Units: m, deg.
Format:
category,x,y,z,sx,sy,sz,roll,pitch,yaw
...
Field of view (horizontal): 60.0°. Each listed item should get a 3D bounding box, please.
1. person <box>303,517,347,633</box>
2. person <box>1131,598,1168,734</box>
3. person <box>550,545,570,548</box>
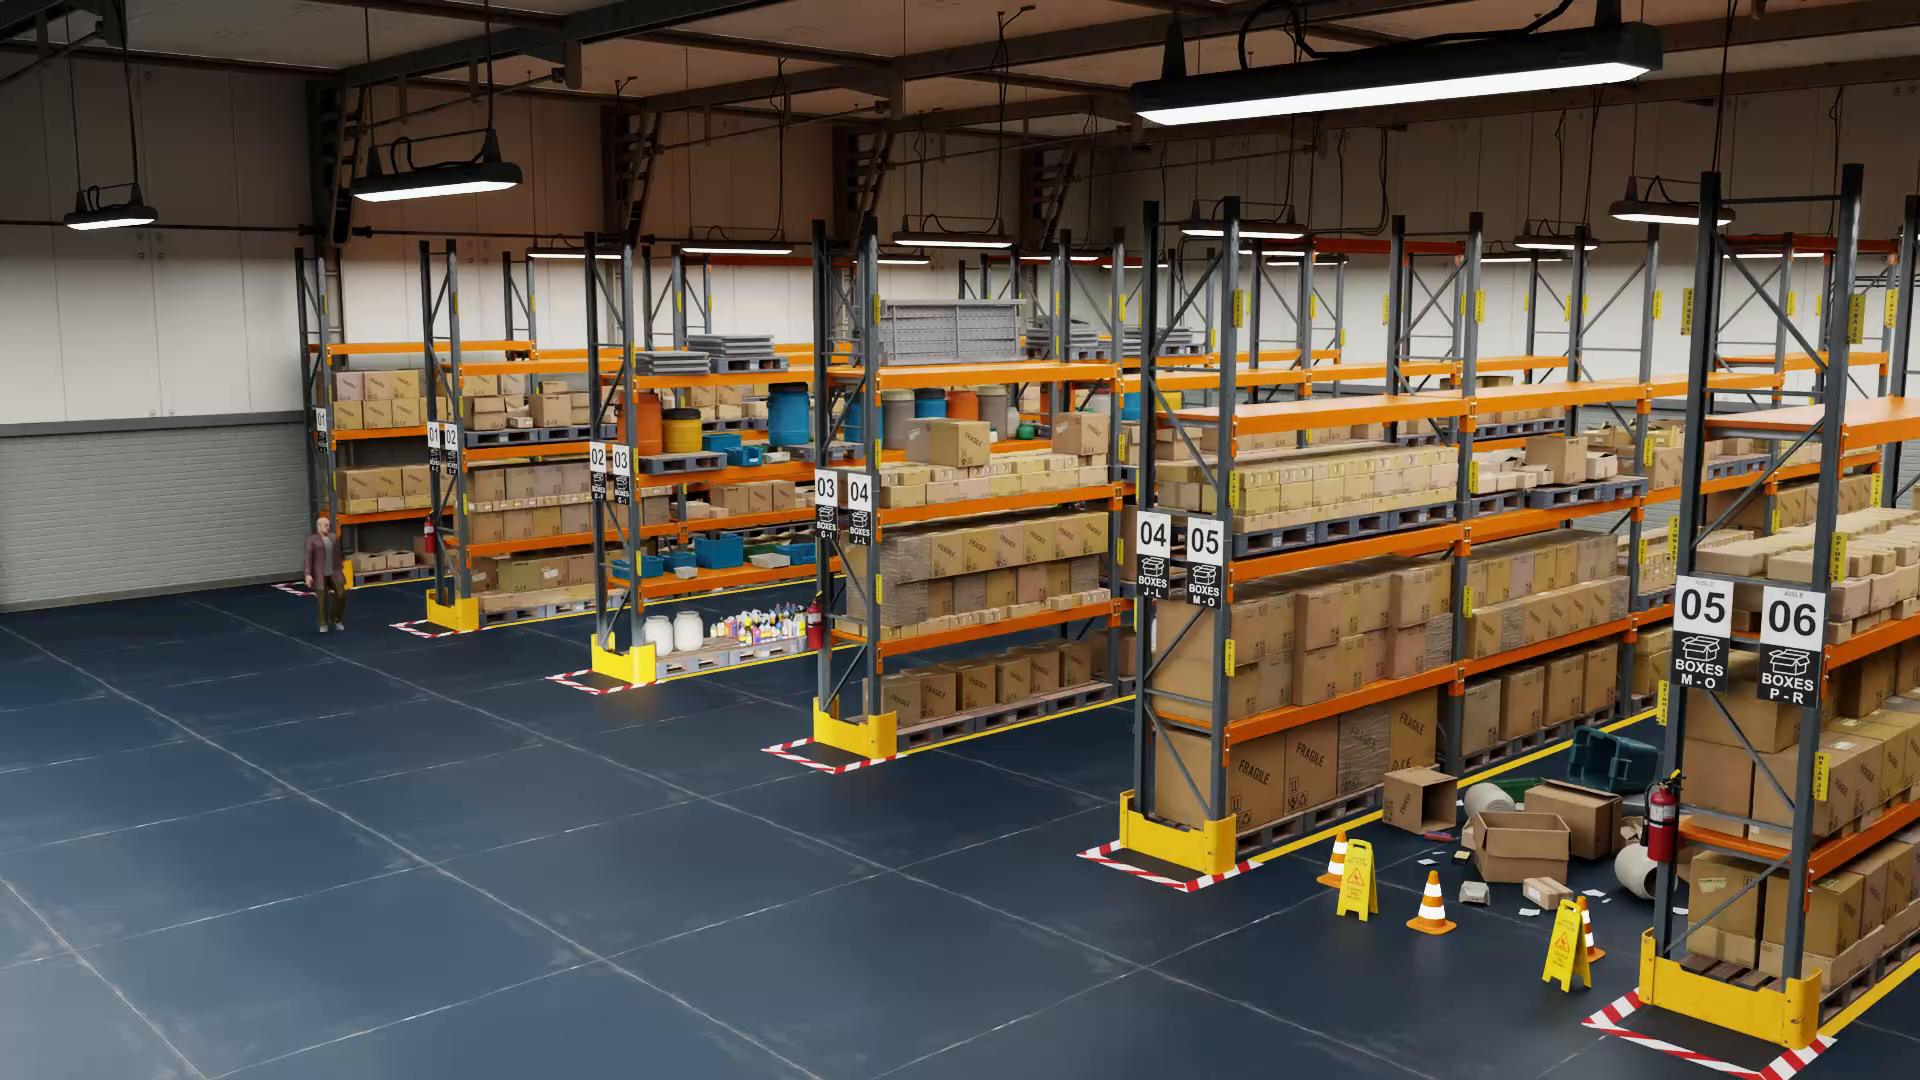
category,x,y,z,sx,sy,sz,roll,pitch,yaw
person,-9.817,0.543,25.688,0.675,1.802,0.455,-6,10,-35
person,2.338,1.452,19.821,0.459,1.678,0.618,3,9,20
person,-7.039,0.092,29.278,0.574,1.585,0.614,-3,9,-21
